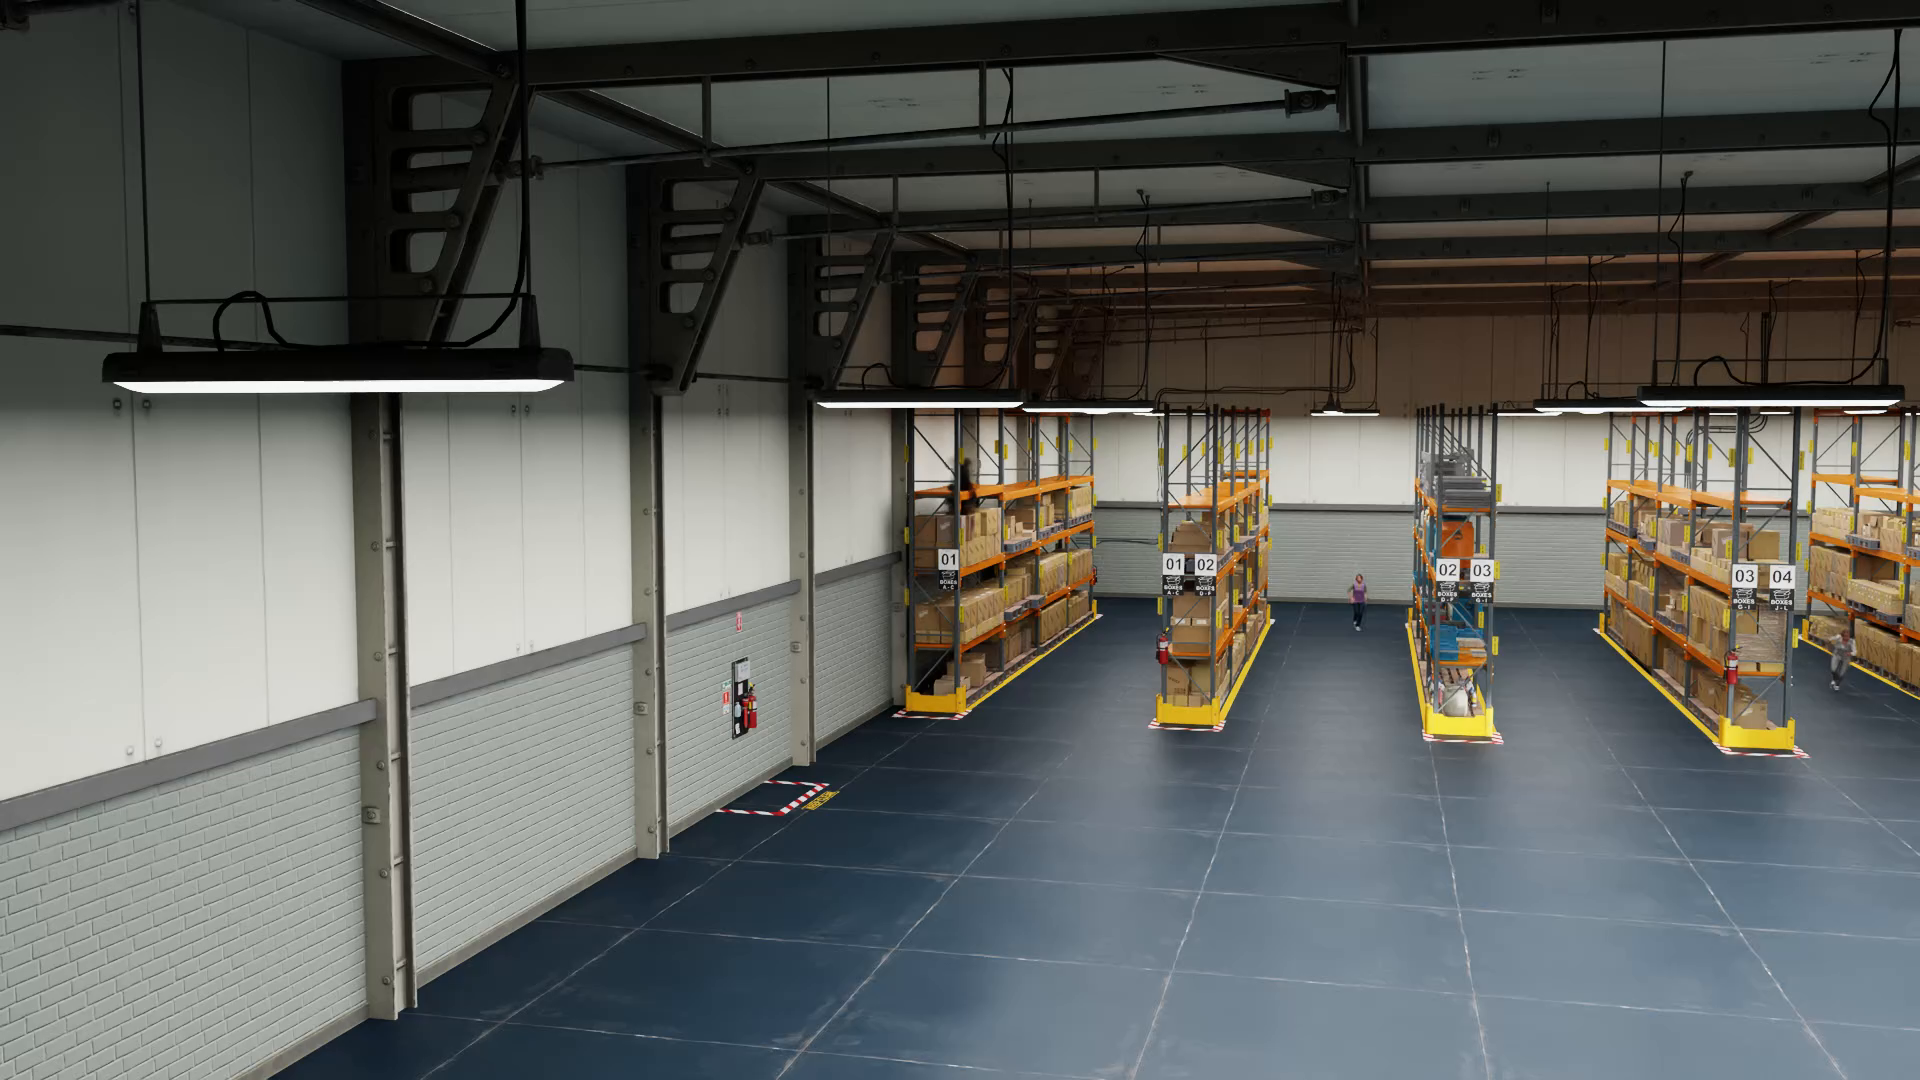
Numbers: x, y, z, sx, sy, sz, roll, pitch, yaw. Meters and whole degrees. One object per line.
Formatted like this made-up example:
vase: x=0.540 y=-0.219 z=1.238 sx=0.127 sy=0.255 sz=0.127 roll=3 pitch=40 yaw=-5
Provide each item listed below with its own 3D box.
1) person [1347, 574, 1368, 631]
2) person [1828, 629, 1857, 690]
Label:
person: x=10.741 y=1.692 z=44.891 sx=0.545 sy=1.529 sz=0.618 roll=0 pitch=4 yaw=6
person: x=18.401 y=2.505 z=34.696 sx=0.548 sy=1.364 sz=0.925 roll=2 pitch=5 yaw=29
